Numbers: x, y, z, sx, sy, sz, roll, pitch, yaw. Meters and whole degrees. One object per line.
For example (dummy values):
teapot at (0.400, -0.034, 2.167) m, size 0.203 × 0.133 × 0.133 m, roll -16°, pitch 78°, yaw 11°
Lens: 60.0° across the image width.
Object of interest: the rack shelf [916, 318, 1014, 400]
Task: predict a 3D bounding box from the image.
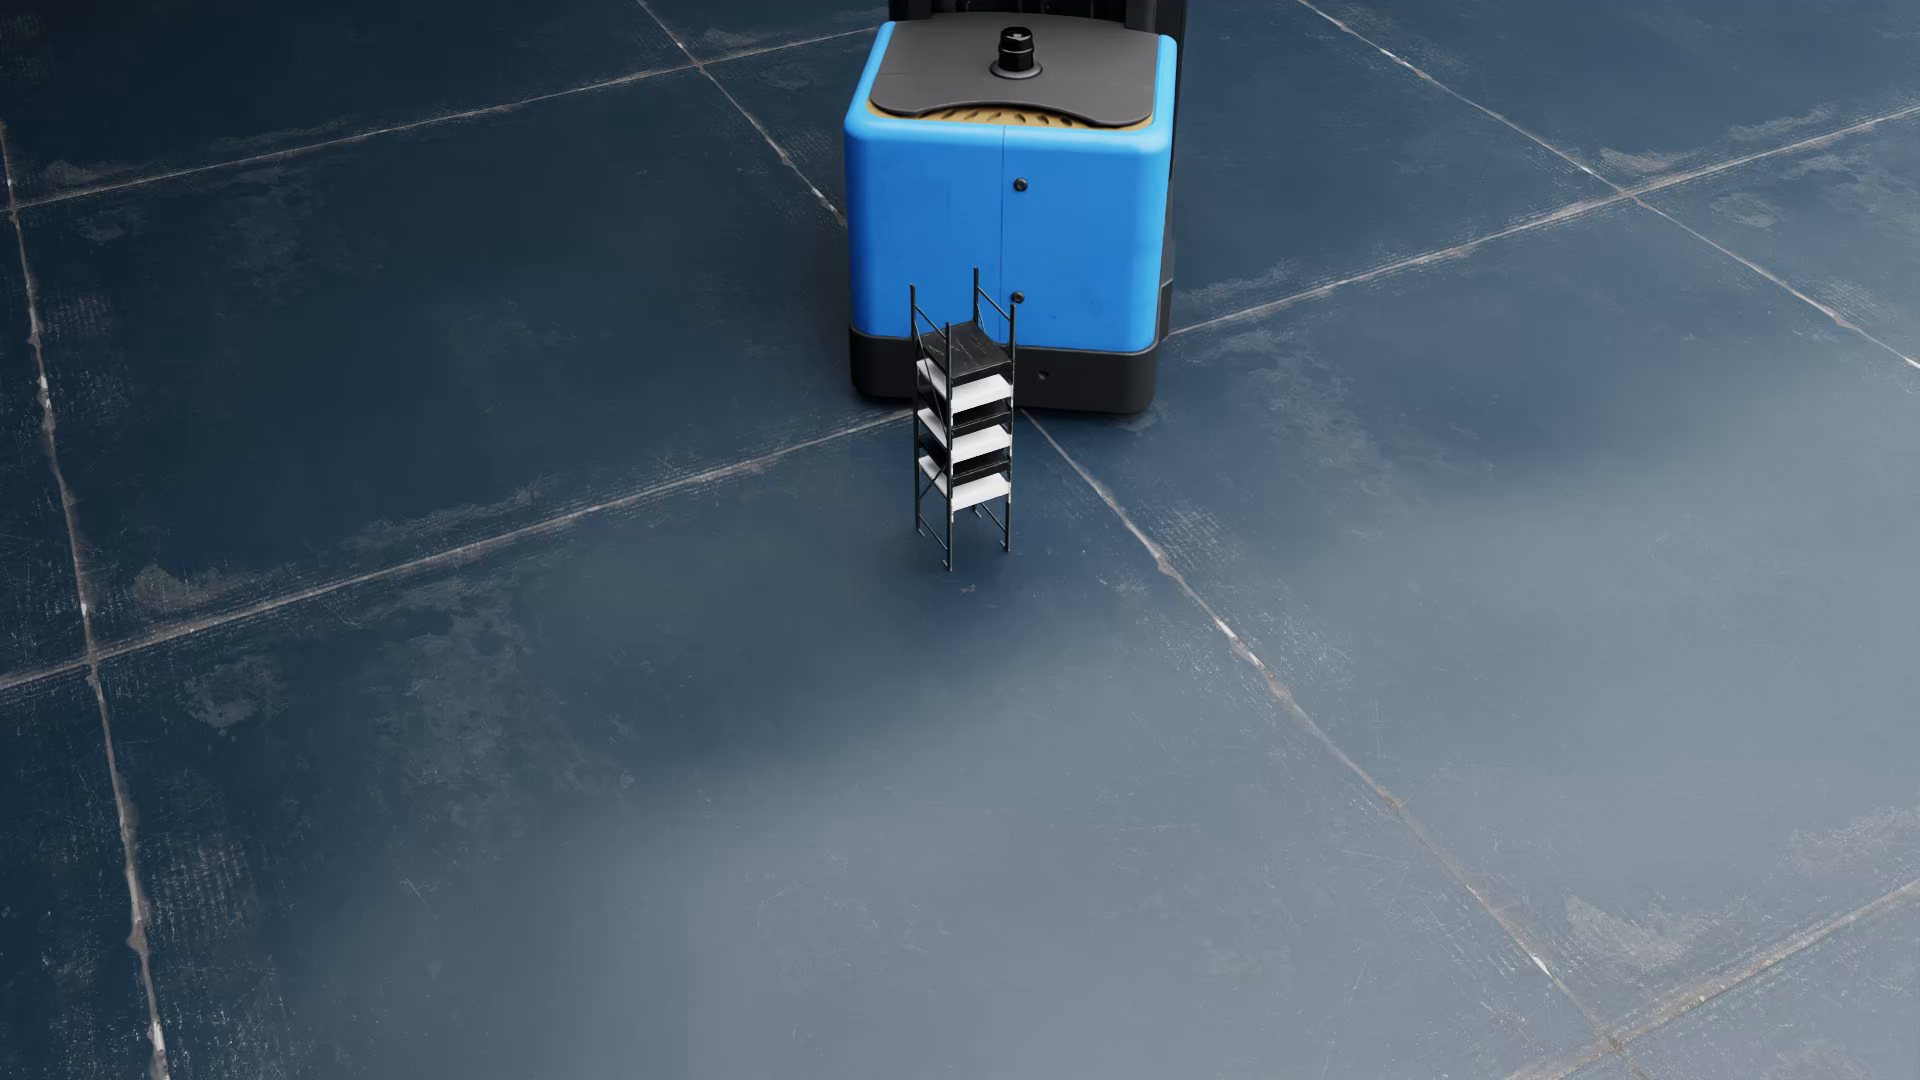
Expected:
rack shelf at (0.007, -0.527, 4.809) m, size 0.200 × 0.077 × 0.258 m, roll -19°, pitch 44°, yaw -21°

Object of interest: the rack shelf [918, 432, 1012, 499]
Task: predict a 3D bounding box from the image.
rack shelf at (0.007, -0.252, 5.042) m, size 0.200 × 0.077 × 0.258 m, roll -19°, pitch 44°, yaw -21°

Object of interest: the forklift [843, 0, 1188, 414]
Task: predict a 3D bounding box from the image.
forklift at (0.314, -2.497, 5.931) m, size 1.130 × 2.935 × 3.031 m, roll 5°, pitch 40°, yaw 5°

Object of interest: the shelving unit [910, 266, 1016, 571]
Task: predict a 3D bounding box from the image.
shelving unit at (0.007, -0.346, 4.962) m, size 0.210 × 0.900 × 0.258 m, roll -19°, pitch 44°, yaw -21°

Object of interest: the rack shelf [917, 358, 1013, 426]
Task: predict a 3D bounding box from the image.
rack shelf at (0.007, -0.458, 4.867) m, size 0.200 × 0.077 × 0.258 m, roll -19°, pitch 44°, yaw -21°

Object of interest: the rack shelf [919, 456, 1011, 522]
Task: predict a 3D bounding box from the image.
rack shelf at (0.007, -0.183, 5.100) m, size 0.200 × 0.077 × 0.258 m, roll -19°, pitch 44°, yaw -21°

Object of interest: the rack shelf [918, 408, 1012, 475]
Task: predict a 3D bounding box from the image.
rack shelf at (0.007, -0.320, 4.984) m, size 0.200 × 0.077 × 0.258 m, roll -19°, pitch 44°, yaw -21°

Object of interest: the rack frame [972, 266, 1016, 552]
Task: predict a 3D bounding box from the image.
rack frame at (0.097, -0.376, 4.998) m, size 0.006 × 0.900 × 0.240 m, roll -19°, pitch 44°, yaw -21°

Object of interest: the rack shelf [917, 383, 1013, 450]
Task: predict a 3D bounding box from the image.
rack shelf at (0.007, -0.389, 4.925) m, size 0.200 × 0.077 × 0.258 m, roll -19°, pitch 44°, yaw -21°

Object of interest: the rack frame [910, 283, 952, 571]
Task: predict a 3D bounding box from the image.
rack frame at (-0.083, -0.316, 4.926) m, size 0.006 × 0.900 × 0.240 m, roll -19°, pitch 44°, yaw -21°
